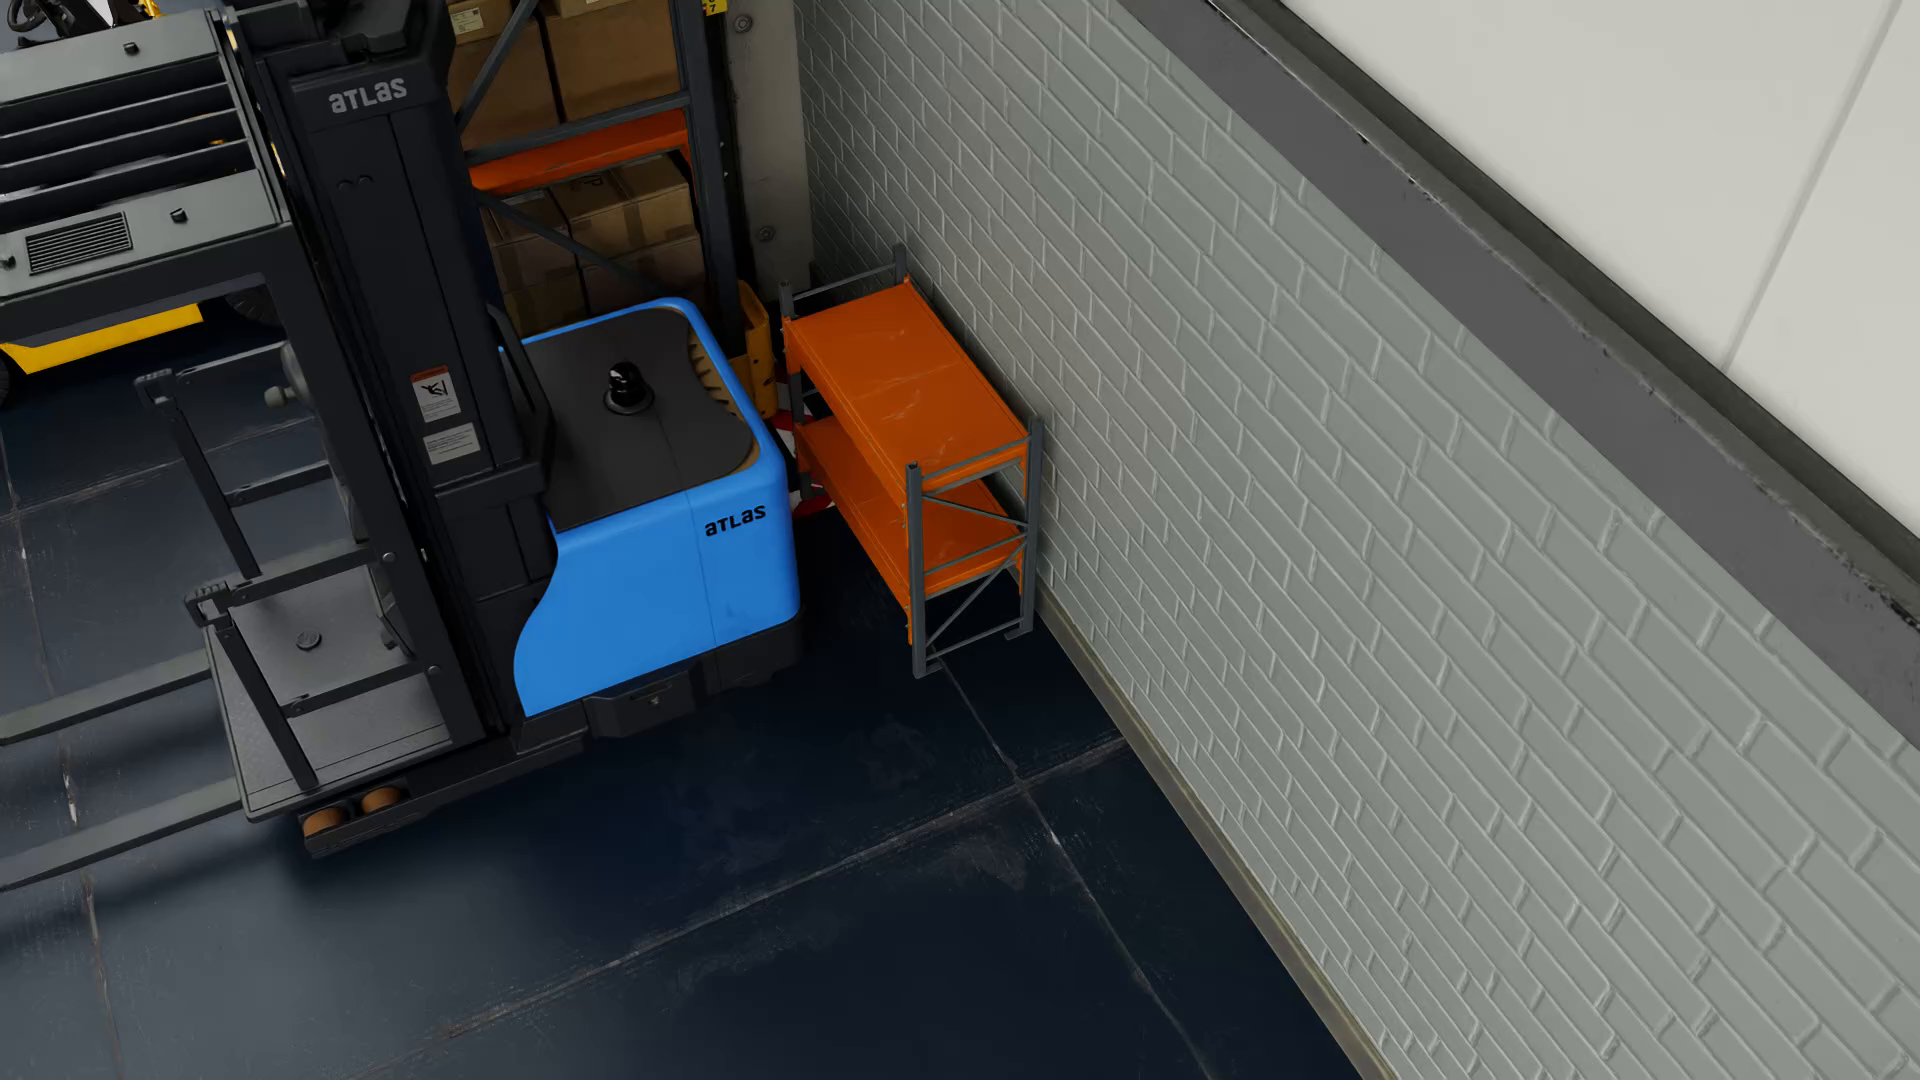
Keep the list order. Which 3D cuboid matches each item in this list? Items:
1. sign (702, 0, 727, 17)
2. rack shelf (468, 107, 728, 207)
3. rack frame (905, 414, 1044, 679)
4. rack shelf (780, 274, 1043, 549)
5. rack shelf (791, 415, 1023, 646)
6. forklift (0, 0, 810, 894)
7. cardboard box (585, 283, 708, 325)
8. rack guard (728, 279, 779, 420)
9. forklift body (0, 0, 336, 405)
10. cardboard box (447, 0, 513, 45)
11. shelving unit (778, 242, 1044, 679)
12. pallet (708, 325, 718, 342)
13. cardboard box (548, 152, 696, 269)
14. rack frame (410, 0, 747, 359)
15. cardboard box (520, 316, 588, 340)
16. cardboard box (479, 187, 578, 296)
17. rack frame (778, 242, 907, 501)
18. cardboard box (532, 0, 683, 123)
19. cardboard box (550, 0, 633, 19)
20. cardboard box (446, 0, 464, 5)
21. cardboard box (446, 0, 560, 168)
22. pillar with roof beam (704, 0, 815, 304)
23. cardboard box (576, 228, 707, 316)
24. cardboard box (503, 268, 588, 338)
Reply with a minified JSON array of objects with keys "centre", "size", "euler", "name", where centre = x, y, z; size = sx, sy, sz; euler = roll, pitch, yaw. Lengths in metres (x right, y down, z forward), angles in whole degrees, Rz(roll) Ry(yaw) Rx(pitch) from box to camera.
[{"centre":[-0.867,-1.962,5.738],"size":[0.100,0.325,0.005],"euler":[-21,52,-18],"name":"sign"},{"centre":[-2.278,-2.566,7.372],"size":[1.077,0.370,4.000],"euler":[-21,52,-18],"name":"rack shelf"},{"centre":[0.051,0.050,5.851],"size":[0.500,1.125,0.032],"euler":[-22,52,-18],"name":"rack frame"},{"centre":[-0.187,-0.480,5.927],"size":[0.538,0.278,1.000],"euler":[-22,52,-18],"name":"rack shelf"},{"centre":[-0.187,-0.127,6.331],"size":[0.538,0.278,1.000],"euler":[-22,52,-18],"name":"rack shelf"},{"centre":[-2.116,-0.348,5.000],"size":[3.031,2.935,1.130],"euler":[-20,52,-17],"name":"forklift"},{"centre":[-1.414,-1.093,7.154],"size":[0.500,0.250,0.500],"euler":[-21,52,-17],"name":"cardboard box"},{"centre":[-1.352,-0.625,6.857],"size":[1.175,0.500,0.348],"euler":[-21,52,-18],"name":"rack guard"},{"centre":[-3.853,-1.825,6.810],"size":[2.313,2.155,1.214],"euler":[-21,52,-18],"name":"forklift body"},{"centre":[-1.771,-1.846,5.767],"size":[0.380,0.149,0.250],"euler":[-20,52,-17],"name":"cardboard box"},{"centre":[-0.187,-0.288,6.147],"size":[0.538,1.125,1.048],"euler":[-22,52,-18],"name":"shelving unit"},{"centre":[-1.750,-1.043,7.415],"size":[1.003,0.211,1.213],"euler":[-21,52,-18],"name":"pallet"},{"centre":[-1.415,-1.413,6.769],"size":[0.500,0.250,0.500],"euler":[-22,52,-18],"name":"cardboard box"},{"centre":[-1.363,-1.464,5.930],"size":[1.000,3.000,0.127],"euler":[-21,52,-18],"name":"rack frame"},{"centre":[-1.859,-0.903,6.987],"size":[0.500,0.250,0.500],"euler":[-21,52,-17],"name":"cardboard box"},{"centre":[-1.851,-1.227,6.606],"size":[0.500,0.250,0.500],"euler":[-20,52,-16],"name":"cardboard box"},{"centre":[-0.426,-0.626,6.442],"size":[0.500,1.125,0.032],"euler":[-22,52,-18],"name":"rack frame"},{"centre":[-1.343,-1.924,6.266],"size":[0.500,0.500,0.500],"euler":[-20,52,-16],"name":"cardboard box"},{"centre":[-1.288,-2.027,5.925],"size":[0.380,0.149,0.250],"euler":[-22,53,-18],"name":"cardboard box"},{"centre":[-1.714,-1.976,5.683],"size":[0.380,0.149,0.250],"euler":[-21,52,-17],"name":"cardboard box"},{"centre":[-1.822,-1.736,6.102],"size":[0.500,0.500,0.500],"euler":[-22,52,-18],"name":"cardboard box"},{"centre":[-4.708,-2.733,3.054],"size":[9.100,9.000,0.400],"euler":[-21,52,-18],"name":"pillar with roof beam"},{"centre":[-1.394,-1.248,6.957],"size":[0.500,0.250,0.500],"euler":[-20,52,-17],"name":"cardboard box"},{"centre":[-1.864,-1.080,6.810],"size":[0.500,0.250,0.500],"euler":[-22,52,-18],"name":"cardboard box"}]
